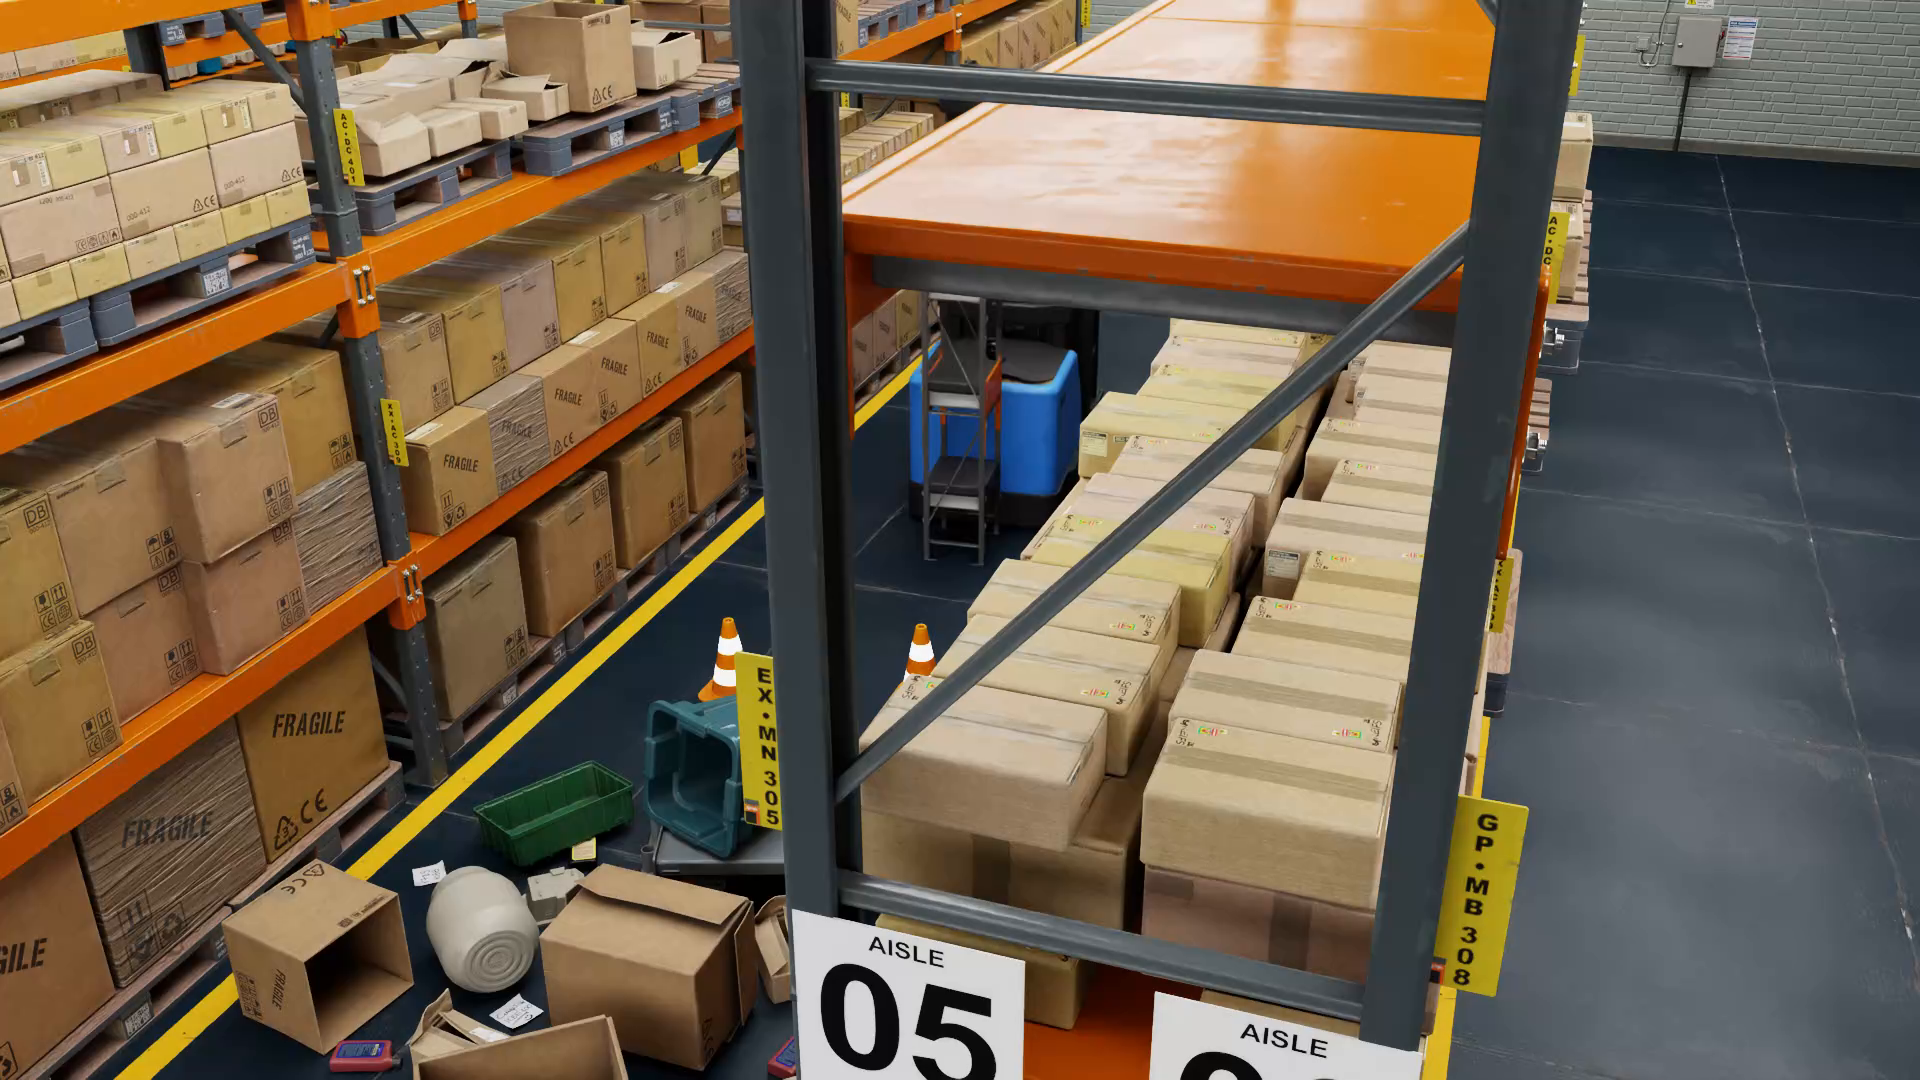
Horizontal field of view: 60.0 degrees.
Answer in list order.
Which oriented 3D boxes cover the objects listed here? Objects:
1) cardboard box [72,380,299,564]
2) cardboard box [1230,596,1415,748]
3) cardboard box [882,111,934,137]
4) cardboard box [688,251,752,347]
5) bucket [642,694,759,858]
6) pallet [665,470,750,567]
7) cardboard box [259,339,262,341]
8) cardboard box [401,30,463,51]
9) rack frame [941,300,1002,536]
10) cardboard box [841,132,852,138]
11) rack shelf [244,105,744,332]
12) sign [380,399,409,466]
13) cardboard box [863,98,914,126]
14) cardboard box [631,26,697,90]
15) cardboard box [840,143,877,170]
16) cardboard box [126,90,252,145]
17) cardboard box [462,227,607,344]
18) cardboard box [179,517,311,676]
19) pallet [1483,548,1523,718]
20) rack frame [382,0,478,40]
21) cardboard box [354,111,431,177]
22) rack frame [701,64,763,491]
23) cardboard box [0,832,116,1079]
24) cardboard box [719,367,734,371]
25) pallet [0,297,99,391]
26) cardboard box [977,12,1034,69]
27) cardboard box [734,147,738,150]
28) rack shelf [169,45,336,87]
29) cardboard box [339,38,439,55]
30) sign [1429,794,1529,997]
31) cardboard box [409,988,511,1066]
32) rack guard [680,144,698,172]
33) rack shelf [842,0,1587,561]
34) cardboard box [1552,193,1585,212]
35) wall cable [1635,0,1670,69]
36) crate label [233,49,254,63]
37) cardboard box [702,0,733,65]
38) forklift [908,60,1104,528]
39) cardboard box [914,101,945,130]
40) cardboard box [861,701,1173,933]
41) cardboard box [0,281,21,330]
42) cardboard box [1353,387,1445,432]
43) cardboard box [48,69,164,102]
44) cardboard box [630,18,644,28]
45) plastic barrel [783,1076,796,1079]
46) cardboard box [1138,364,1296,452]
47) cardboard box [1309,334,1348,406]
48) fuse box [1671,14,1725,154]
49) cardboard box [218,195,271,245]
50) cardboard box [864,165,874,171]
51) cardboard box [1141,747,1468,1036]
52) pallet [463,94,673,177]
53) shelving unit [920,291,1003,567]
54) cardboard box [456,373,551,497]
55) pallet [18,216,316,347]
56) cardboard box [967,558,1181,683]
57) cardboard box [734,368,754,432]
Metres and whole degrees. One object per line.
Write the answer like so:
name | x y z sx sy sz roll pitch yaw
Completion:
cardboard box | -3.390 -0.319 7.055 0.875 0.550 0.550 9 27 17
cardboard box | 0.730 0.254 3.216 0.380 0.149 0.250 9 27 17
cardboard box | -0.449 -3.593 14.352 0.380 0.149 0.250 10 28 20
cardboard box | -1.727 -1.619 11.038 0.500 0.500 0.500 9 27 17
bucket | -1.033 1.025 7.703 0.726 0.611 0.620 20 22 35
pallet | -2.164 -0.230 11.483 1.003 0.211 1.213 9 27 17
cardboard box | -6.225 -2.072 14.045 1.225 0.875 0.875 7 27 15
cardboard box | -5.242 -4.835 16.763 0.500 0.500 0.500 10 27 19
rack frame | 0.071 -0.998 10.902 0.400 2.100 0.015 6 26 12
cardboard box | -1.149 -3.450 14.398 0.380 0.149 0.250 8 27 16
rack shelf | -2.496 -2.003 9.328 1.077 0.370 4.000 9 27 17
sign | -2.638 -0.500 7.756 0.100 0.325 0.005 9 27 17
cardboard box | -0.605 -3.861 15.326 0.500 0.500 0.500 9 27 18
cardboard box | -1.895 -2.869 9.798 0.500 0.311 0.500 9 27 17
cardboard box | -0.883 -3.057 13.246 0.380 0.149 0.250 8 27 15
cardboard box | -3.067 -1.684 6.621 0.380 0.149 0.250 9 27 17
cardboard box | -2.495 -1.481 9.605 0.700 0.500 0.500 8 27 17
cardboard box | -3.435 0.161 7.304 0.875 0.550 0.550 9 27 17
pallet | 1.931 0.315 7.377 1.003 0.211 1.213 9 27 17
rack frame | -5.143 -4.203 16.489 1.000 3.000 0.127 9 27 17
cardboard box | -2.725 -1.890 7.827 0.258 0.266 0.396 8 27 17
rack frame | -1.831 -1.798 11.522 1.000 3.000 0.127 9 27 17
cardboard box | -4.039 1.606 6.446 0.875 0.875 0.875 8 27 17
cardboard box | -1.858 -1.171 12.612 0.500 0.500 0.500 9 27 17
pallet | -3.851 -0.630 5.770 1.003 0.211 1.213 9 27 17
cardboard box | 0.408 -4.850 16.221 0.500 0.500 0.500 8 27 16
cardboard box | -1.580 -3.048 13.227 0.380 0.149 0.250 10 27 19
rack shelf | -9.148 -5.419 19.826 1.077 0.370 4.000 9 27 17
cardboard box | -5.348 -4.436 15.704 0.797 0.503 0.637 8 27 16
sign | 0.721 0.501 2.329 0.100 0.325 0.005 9 27 17
cardboard box | -1.997 2.049 6.712 0.396 0.266 0.258 14 29 26
rack guard | -3.804 -4.732 20.449 1.175 0.500 0.348 9 27 17
rack shelf | 0.874 -1.031 3.883 1.077 0.370 4.000 9 27 17
cardboard box | 2.280 -1.340 6.824 0.500 0.250 0.500 8 27 17
wall cable | 8.729 -6.987 21.072 0.588 1.984 0.122 9 27 17
crate label | -8.763 -5.877 20.180 0.396 0.136 0.243 9 27 17
cardboard box | -1.390 -3.390 11.252 0.500 0.500 0.500 9 27 17
forklift | 0.478 -2.018 12.055 1.130 2.935 3.031 6 26 12
cardboard box | -0.097 -3.788 15.175 0.500 0.500 0.500 8 27 16
cardboard box | 0.125 0.500 3.165 0.500 0.250 0.500 8 27 17
cardboard box | -3.488 -0.802 5.714 0.380 0.149 0.250 9 27 17
cardboard box | 1.214 -0.261 4.279 0.380 0.149 0.250 9 27 18
cardboard box | -3.603 -1.884 7.034 0.380 0.149 0.250 9 27 18
cardboard box | -2.279 -3.077 10.226 0.500 0.311 0.500 9 27 18
plastic barrel | -0.532 2.257 6.103 0.421 0.421 0.512 -14 29 -27
cardboard box | 0.688 -0.341 4.444 0.380 0.149 0.250 9 27 18
cardboard box | 0.972 -0.540 5.313 0.500 0.250 0.500 9 27 17
fuse box | 9.320 -5.786 21.236 0.539 1.711 0.414 9 27 17
cardboard box | -3.065 -1.326 6.796 0.380 0.149 0.250 9 27 18
cardboard box | -0.881 -2.918 13.299 0.380 0.149 0.250 9 27 18
cardboard box | 0.627 0.581 2.996 0.500 0.250 0.500 8 27 17
pallet | -2.364 -2.331 9.397 1.003 0.211 1.213 10 28 20
shelving unit | 0.016 -0.894 10.688 0.431 2.100 0.503 6 26 12
cardboard box | -2.566 -0.584 8.900 0.500 0.500 0.500 9 27 18
pallet | -3.444 -1.130 6.802 1.003 0.211 1.213 9 27 17
cardboard box | 0.233 0.180 3.368 0.380 0.149 0.250 8 27 17
cardboard box | -1.355 -1.116 12.499 0.500 0.500 0.500 8 27 15
